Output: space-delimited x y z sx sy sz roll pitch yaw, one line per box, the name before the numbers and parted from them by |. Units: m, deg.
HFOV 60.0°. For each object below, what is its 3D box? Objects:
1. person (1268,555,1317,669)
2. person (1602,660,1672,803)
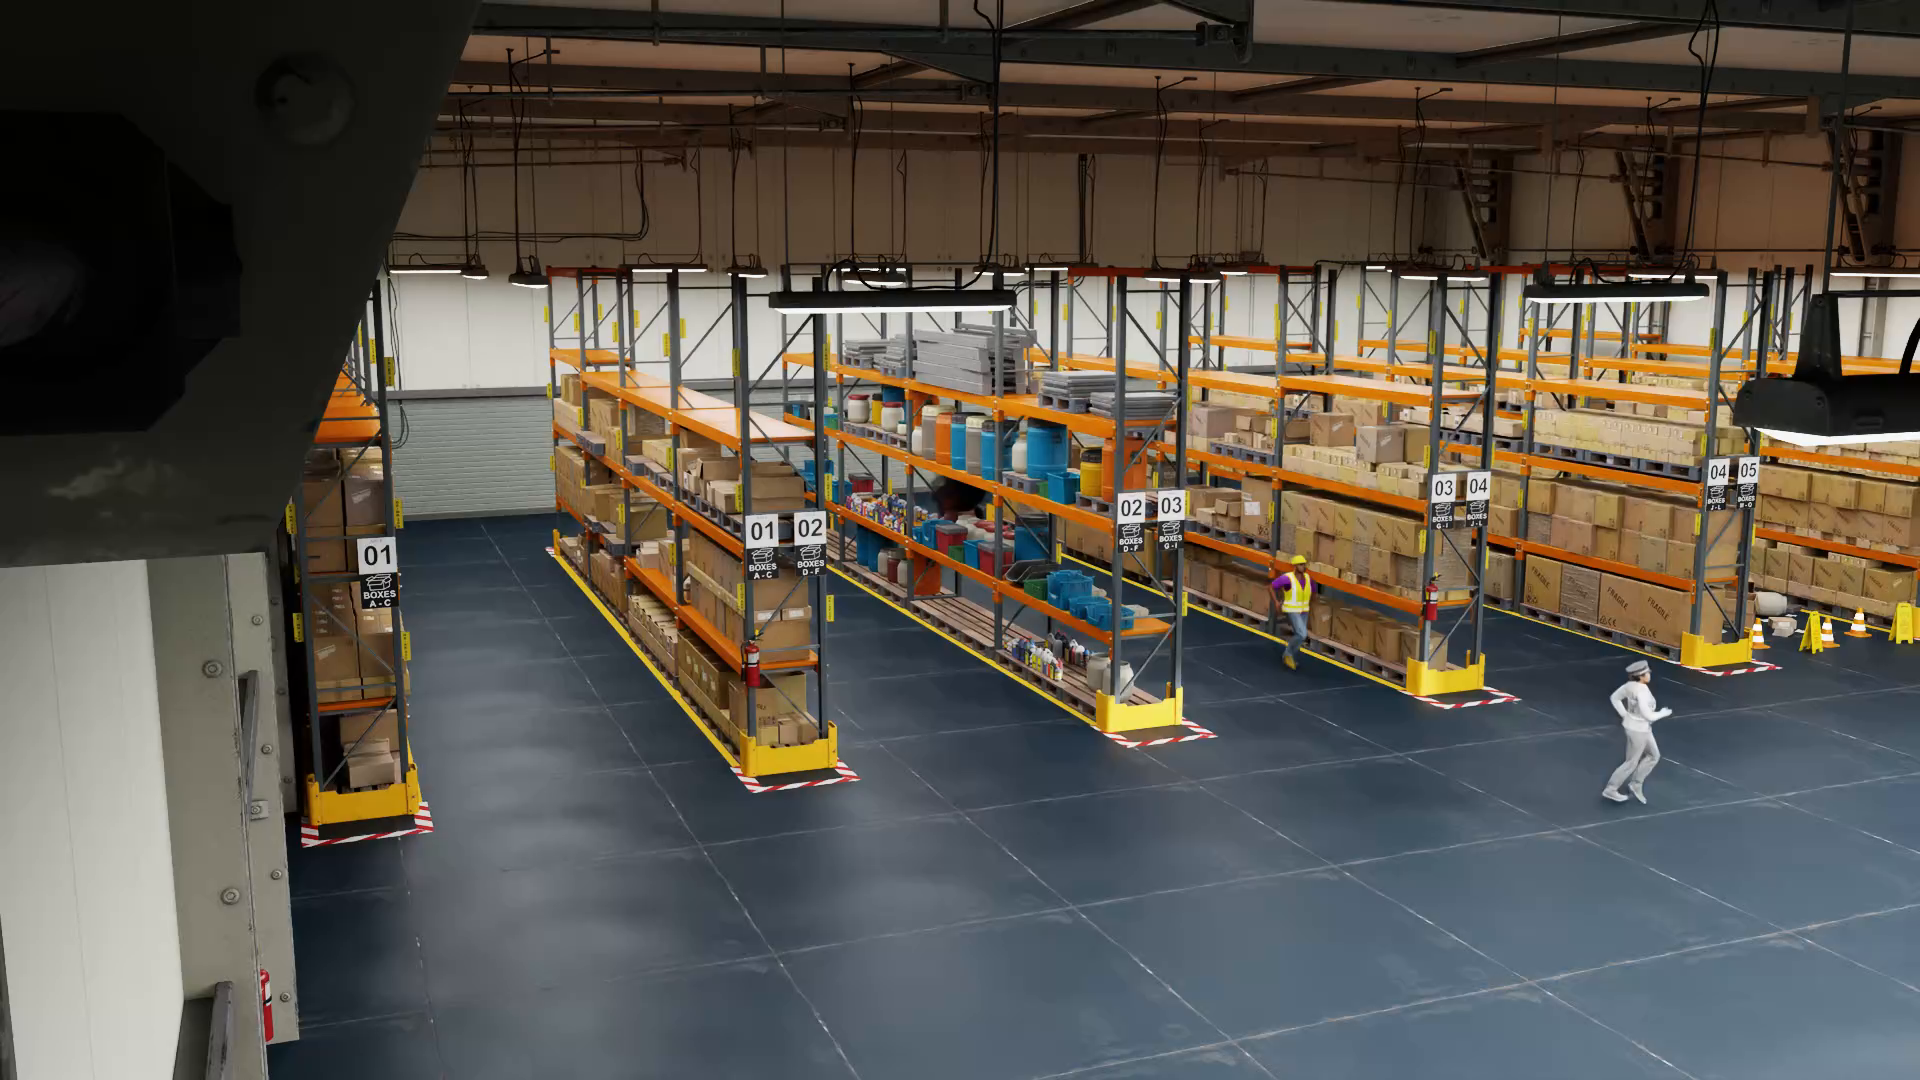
person | 5.134 1.096 25.263 0.692 1.741 0.660 -6 12 -31
person | 7.786 2.215 19.100 0.703 1.725 0.579 2 10 11
